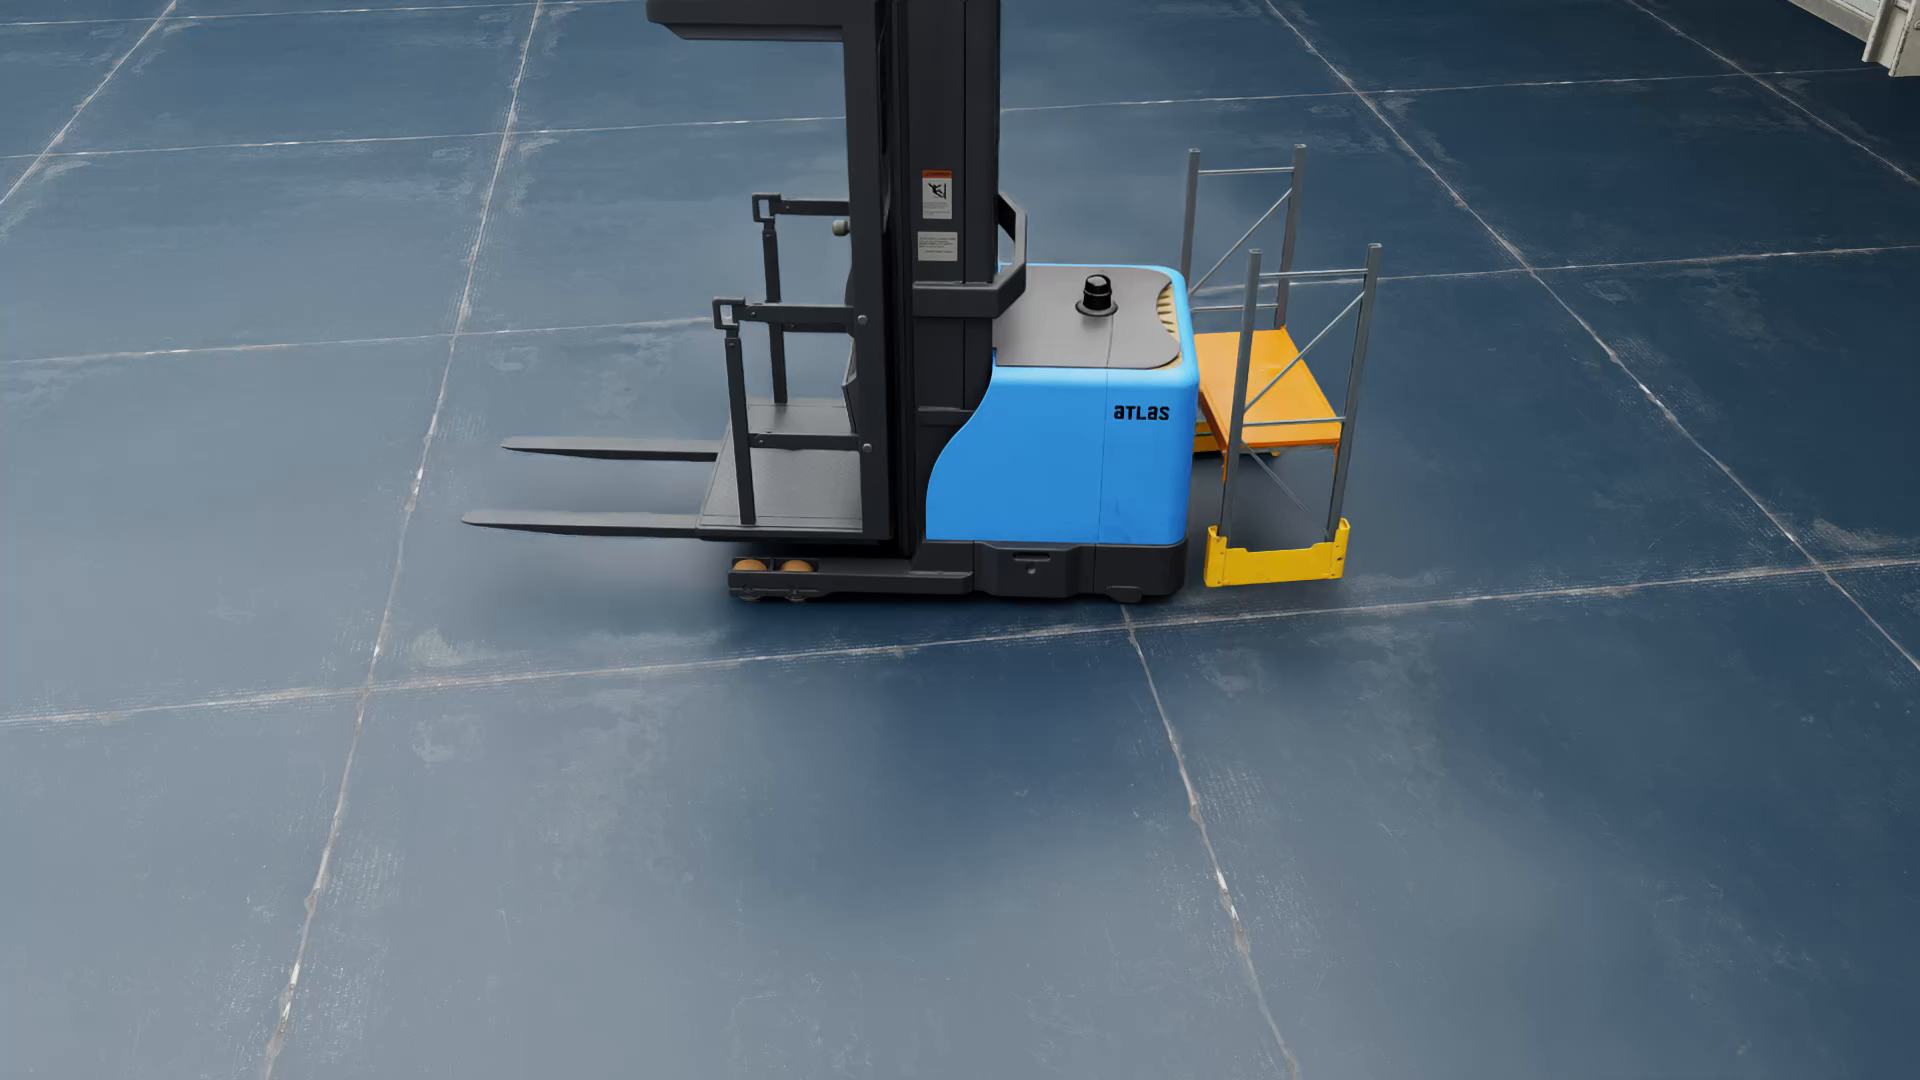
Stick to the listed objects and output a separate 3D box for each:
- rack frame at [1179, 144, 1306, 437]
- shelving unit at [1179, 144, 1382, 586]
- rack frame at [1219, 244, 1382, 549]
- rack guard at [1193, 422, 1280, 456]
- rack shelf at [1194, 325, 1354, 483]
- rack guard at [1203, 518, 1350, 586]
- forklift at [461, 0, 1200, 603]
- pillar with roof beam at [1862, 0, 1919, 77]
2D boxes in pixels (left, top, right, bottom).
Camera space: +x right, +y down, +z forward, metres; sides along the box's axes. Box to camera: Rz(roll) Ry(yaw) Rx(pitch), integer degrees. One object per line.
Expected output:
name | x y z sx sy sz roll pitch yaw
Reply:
rack frame | 1.213 -1.033 7.435 0.500 1.500 0.032 -3 34 -5
shelving unit | 1.268 -0.744 7.010 0.587 1.500 1.083 -3 34 -5
rack frame | 1.321 -0.464 6.599 0.500 1.500 0.032 -3 34 -5
rack guard | 1.215 -0.506 7.771 0.587 0.250 0.087 -3 34 -5
rack shelf | 1.267 -0.600 7.118 0.538 0.185 1.000 -3 34 -5
rack guard | 1.321 0.052 6.952 0.587 0.250 0.087 -3 34 -5
forklift | -0.567 -1.256 6.490 3.031 2.935 1.130 1 34 2
pillar with roof beam | 2.736 -6.932 9.431 9.100 9.000 0.400 -4 35 -6
